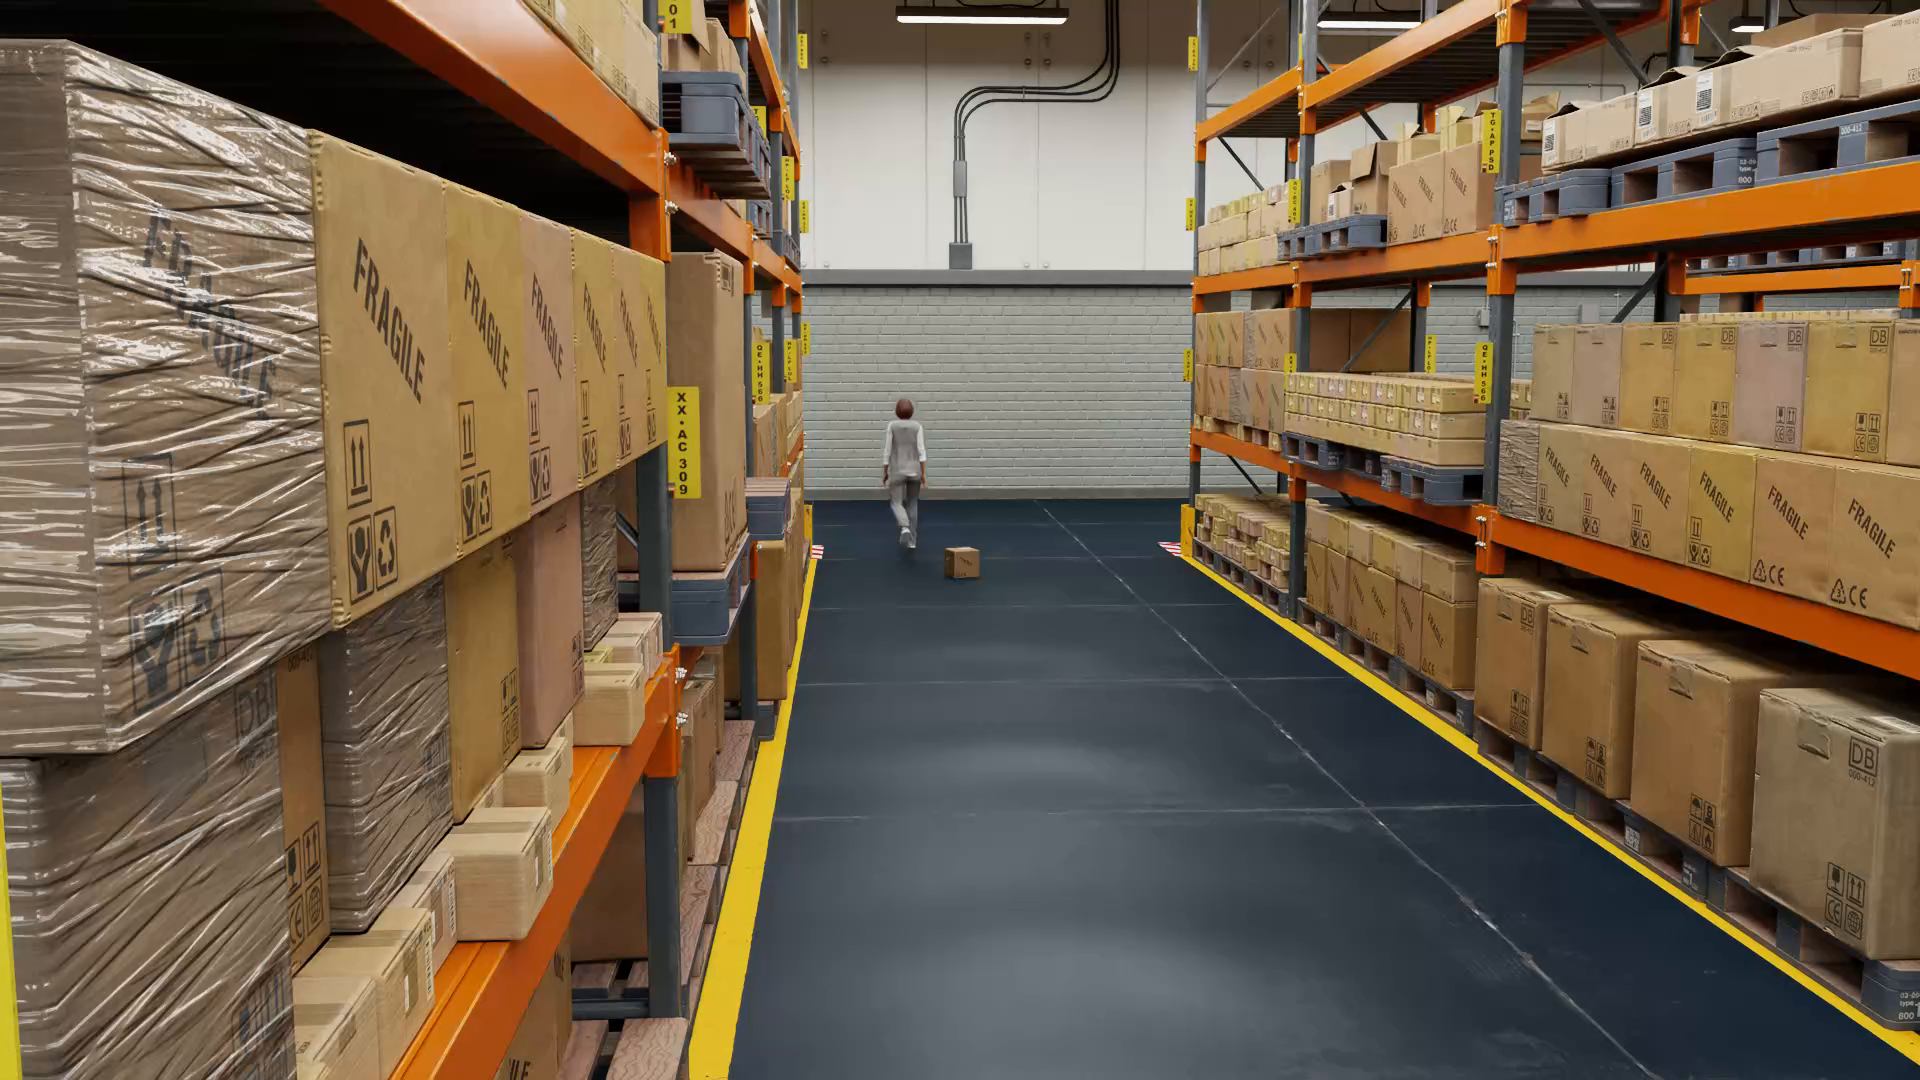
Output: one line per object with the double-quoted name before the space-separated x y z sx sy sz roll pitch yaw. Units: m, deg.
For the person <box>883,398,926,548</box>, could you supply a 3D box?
"person" -0.566 -0.675 17.140 0.437 1.569 0.785 -2 7 -12
